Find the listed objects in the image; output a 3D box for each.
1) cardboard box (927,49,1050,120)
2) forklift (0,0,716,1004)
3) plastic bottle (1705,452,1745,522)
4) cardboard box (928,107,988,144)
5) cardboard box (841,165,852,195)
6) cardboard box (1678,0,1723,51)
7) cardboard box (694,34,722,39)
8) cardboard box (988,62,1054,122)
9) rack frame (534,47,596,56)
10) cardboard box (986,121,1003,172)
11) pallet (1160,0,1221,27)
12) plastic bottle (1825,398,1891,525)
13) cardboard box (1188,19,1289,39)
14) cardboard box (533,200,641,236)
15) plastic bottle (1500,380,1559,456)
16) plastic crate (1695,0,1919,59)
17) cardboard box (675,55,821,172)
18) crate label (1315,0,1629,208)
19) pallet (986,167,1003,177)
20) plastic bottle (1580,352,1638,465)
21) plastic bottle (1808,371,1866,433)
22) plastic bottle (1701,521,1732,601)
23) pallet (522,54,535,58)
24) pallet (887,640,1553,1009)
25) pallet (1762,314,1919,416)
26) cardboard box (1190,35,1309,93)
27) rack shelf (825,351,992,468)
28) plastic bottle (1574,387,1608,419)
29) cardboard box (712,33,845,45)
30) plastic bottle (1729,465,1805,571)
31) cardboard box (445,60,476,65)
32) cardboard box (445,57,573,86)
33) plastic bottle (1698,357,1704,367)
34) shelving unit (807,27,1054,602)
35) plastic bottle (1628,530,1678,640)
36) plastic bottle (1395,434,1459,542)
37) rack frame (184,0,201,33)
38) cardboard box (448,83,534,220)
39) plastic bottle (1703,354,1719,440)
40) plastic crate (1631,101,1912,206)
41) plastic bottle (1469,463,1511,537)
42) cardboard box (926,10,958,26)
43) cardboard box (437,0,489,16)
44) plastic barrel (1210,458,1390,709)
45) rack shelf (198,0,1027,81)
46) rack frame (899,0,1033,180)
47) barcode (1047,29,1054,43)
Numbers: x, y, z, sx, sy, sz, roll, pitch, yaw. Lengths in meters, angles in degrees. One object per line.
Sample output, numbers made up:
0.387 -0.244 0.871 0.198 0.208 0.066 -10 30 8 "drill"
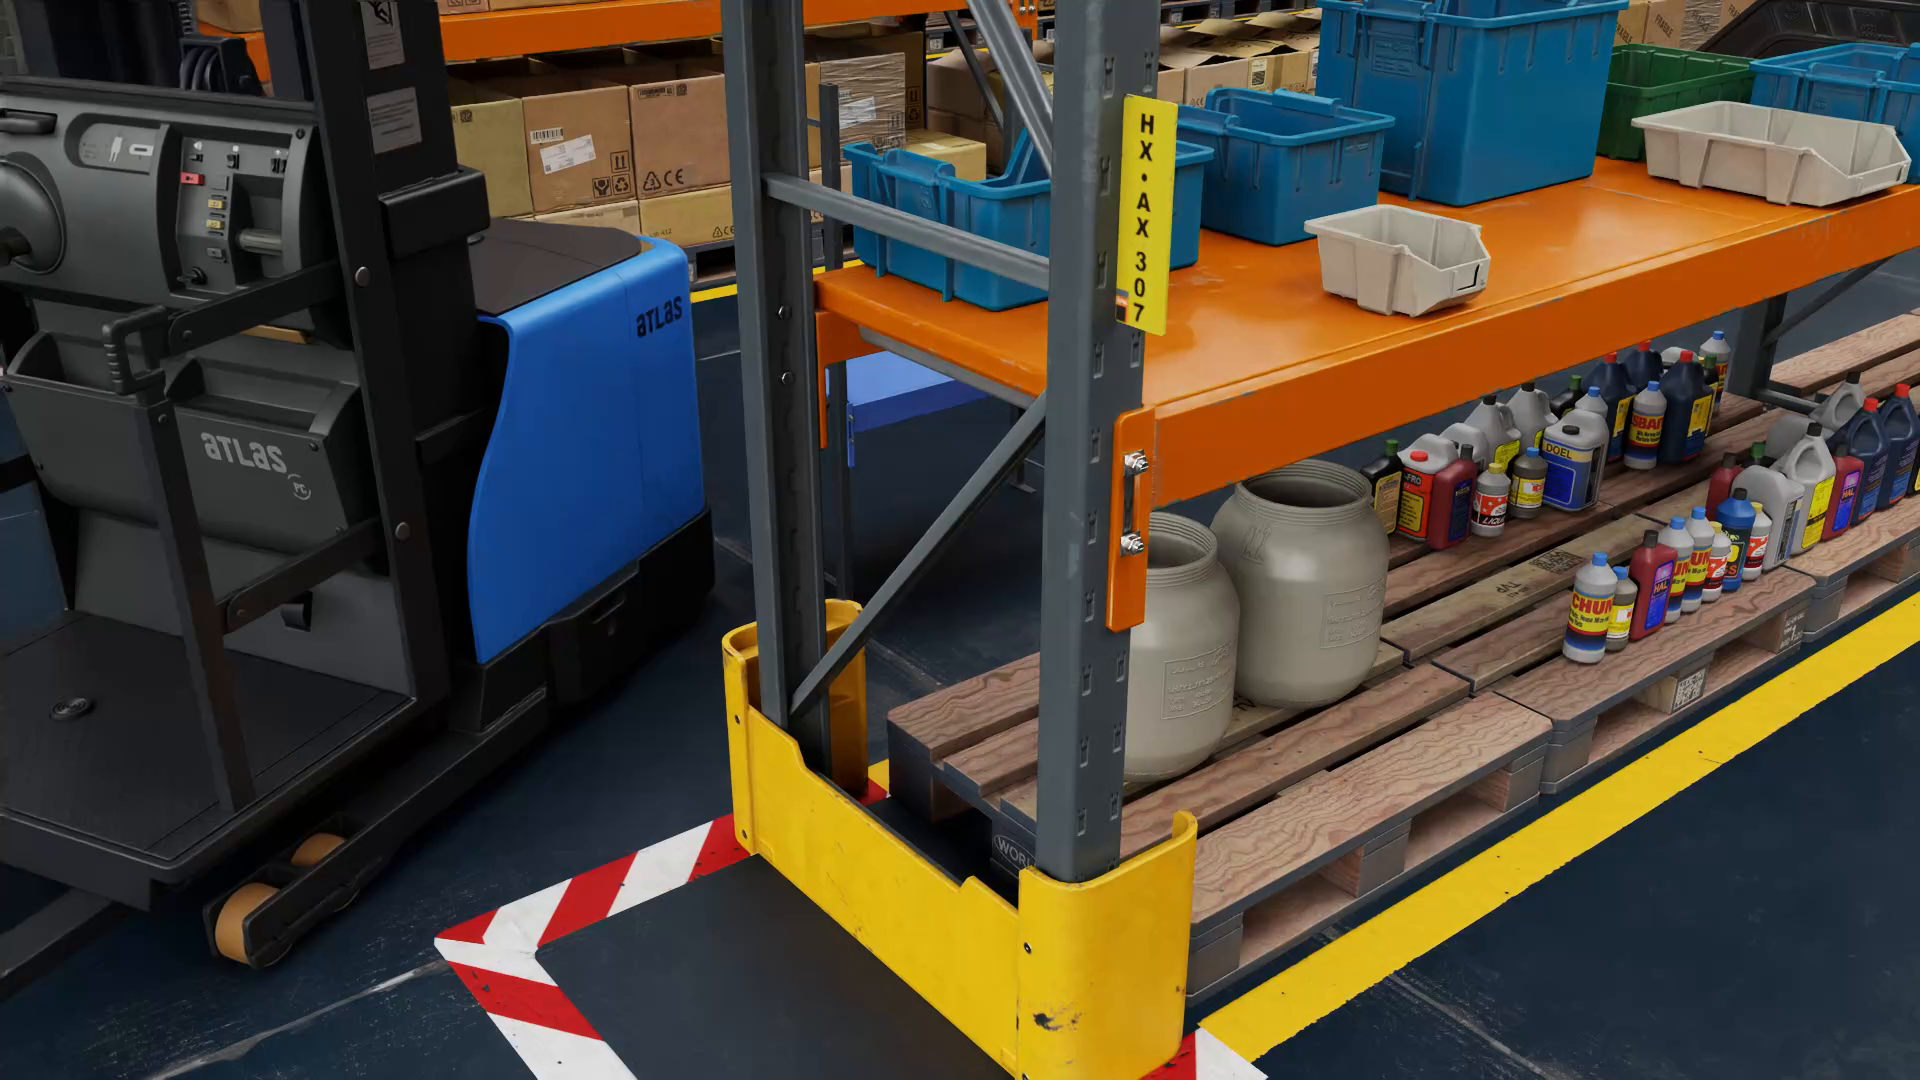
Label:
0.160 -2.590 9.370 0.500 0.311 0.500 -18 31 -34 "cardboard box"
-1.765 -0.668 3.208 1.130 2.935 3.031 11 27 21 "forklift"
2.141 -0.116 4.640 0.133 0.283 0.061 -18 31 -34 "plastic bottle"
0.166 -2.340 9.495 0.500 0.250 0.500 -19 31 -35 "cardboard box"
-0.611 -1.816 8.368 0.500 0.250 0.500 -18 31 -34 "cardboard box"
5.313 -3.858 12.445 0.500 0.500 0.500 -18 30 -33 "cardboard box"
-2.097 -4.246 13.282 0.500 0.500 0.700 -19 31 -35 "cardboard box"
0.497 -2.415 8.992 0.500 0.311 0.500 -18 30 -34 "cardboard box"
-3.041 -4.833 12.100 0.127 3.000 1.000 -18 31 -34 "rack frame"
0.489 -2.159 9.105 0.500 0.250 0.500 -19 31 -35 "cardboard box"
1.733 -5.102 15.992 1.213 0.211 1.003 -18 31 -34 "pallet"
2.592 -0.236 4.819 0.185 0.351 0.144 -20 32 -37 "plastic bottle"
1.762 -3.120 10.510 0.500 0.311 0.500 -19 31 -35 "cardboard box"
-1.785 -1.423 7.521 0.500 0.250 0.500 -18 31 -34 "cardboard box"
1.698 -0.317 4.994 0.185 0.351 0.144 -19 31 -34 "plastic bottle"
2.581 -1.429 4.839 0.504 0.338 0.767 -18 31 -34 "plastic crate"
-1.004 -2.026 7.929 0.500 0.500 0.500 -18 31 -34 "cardboard box"
1.206 -1.095 4.005 0.616 0.435 0.502 -18 31 -34 "crate label"
0.574 -2.132 9.593 1.213 0.211 1.003 -18 31 -34 "pallet"
2.032 -0.427 5.232 0.185 0.351 0.144 -20 31 -36 "plastic bottle"
2.654 -0.334 5.030 0.185 0.351 0.144 -18 31 -34 "plastic bottle"
1.970 0.050 4.381 0.097 0.201 0.097 0 25 0 "plastic bottle"
-3.548 -3.382 12.285 1.213 0.211 1.003 -18 31 -34 "pallet"
0.598 0.509 3.903 1.213 0.211 1.003 -18 31 -34 "pallet"
3.666 -0.503 6.082 1.213 0.211 1.003 -18 31 -34 "pallet"
1.706 -2.815 9.853 0.500 0.311 0.500 -17 30 -33 "cardboard box"
-0.067 -0.495 4.962 1.000 0.185 0.538 -18 31 -34 "rack shelf"
1.939 -0.341 5.140 0.097 0.271 0.097 0 25 0 "plastic bottle"
-0.928 -2.327 8.577 0.500 0.500 0.500 -18 31 -34 "cardboard box"
2.207 -0.077 4.566 0.135 0.276 0.152 -18 30 -33 "plastic bottle"
-3.833 -3.615 11.924 0.500 0.500 0.500 -21 32 -38 "cardboard box"
-2.113 -1.939 7.742 0.500 0.500 0.500 -18 31 -34 "cardboard box"
2.471 -0.517 5.602 0.097 0.201 0.097 0 25 0 "plastic bottle"
-0.067 -0.658 4.887 1.048 1.500 0.538 -18 31 -34 "shelving unit"
1.733 0.100 4.174 0.133 0.283 0.061 -18 30 -33 "plastic bottle"
1.314 -0.154 4.732 0.135 0.276 0.152 -18 30 -34 "plastic bottle"
-3.129 -2.153 6.327 0.127 3.000 1.000 -18 31 -34 "rack frame"
-2.178 -1.633 7.082 0.500 0.500 0.500 -18 31 -34 "cardboard box"
2.379 -0.452 5.366 0.133 0.283 0.061 -18 31 -34 "plastic bottle"
1.950 -0.925 3.994 0.437 0.136 0.530 -18 31 -34 "plastic crate"
1.515 -0.120 4.747 0.097 0.201 0.097 0 25 0 "plastic bottle"
-0.428 -4.733 14.332 0.500 0.500 0.700 -18 30 -33 "cardboard box"
-2.344 -2.454 6.855 0.500 0.500 0.700 -17 30 -33 "cardboard box"
0.789 0.100 3.928 0.421 0.512 0.421 0 25 0 "plastic barrel"
-1.556 -2.347 7.598 4.000 0.370 1.077 -18 31 -34 "rack shelf"
0.018 -3.193 8.566 0.127 3.000 1.000 -18 31 -34 "rack frame"
0.476 -2.622 8.643 0.075 0.075 0.001 -18 31 -34 "barcode"
